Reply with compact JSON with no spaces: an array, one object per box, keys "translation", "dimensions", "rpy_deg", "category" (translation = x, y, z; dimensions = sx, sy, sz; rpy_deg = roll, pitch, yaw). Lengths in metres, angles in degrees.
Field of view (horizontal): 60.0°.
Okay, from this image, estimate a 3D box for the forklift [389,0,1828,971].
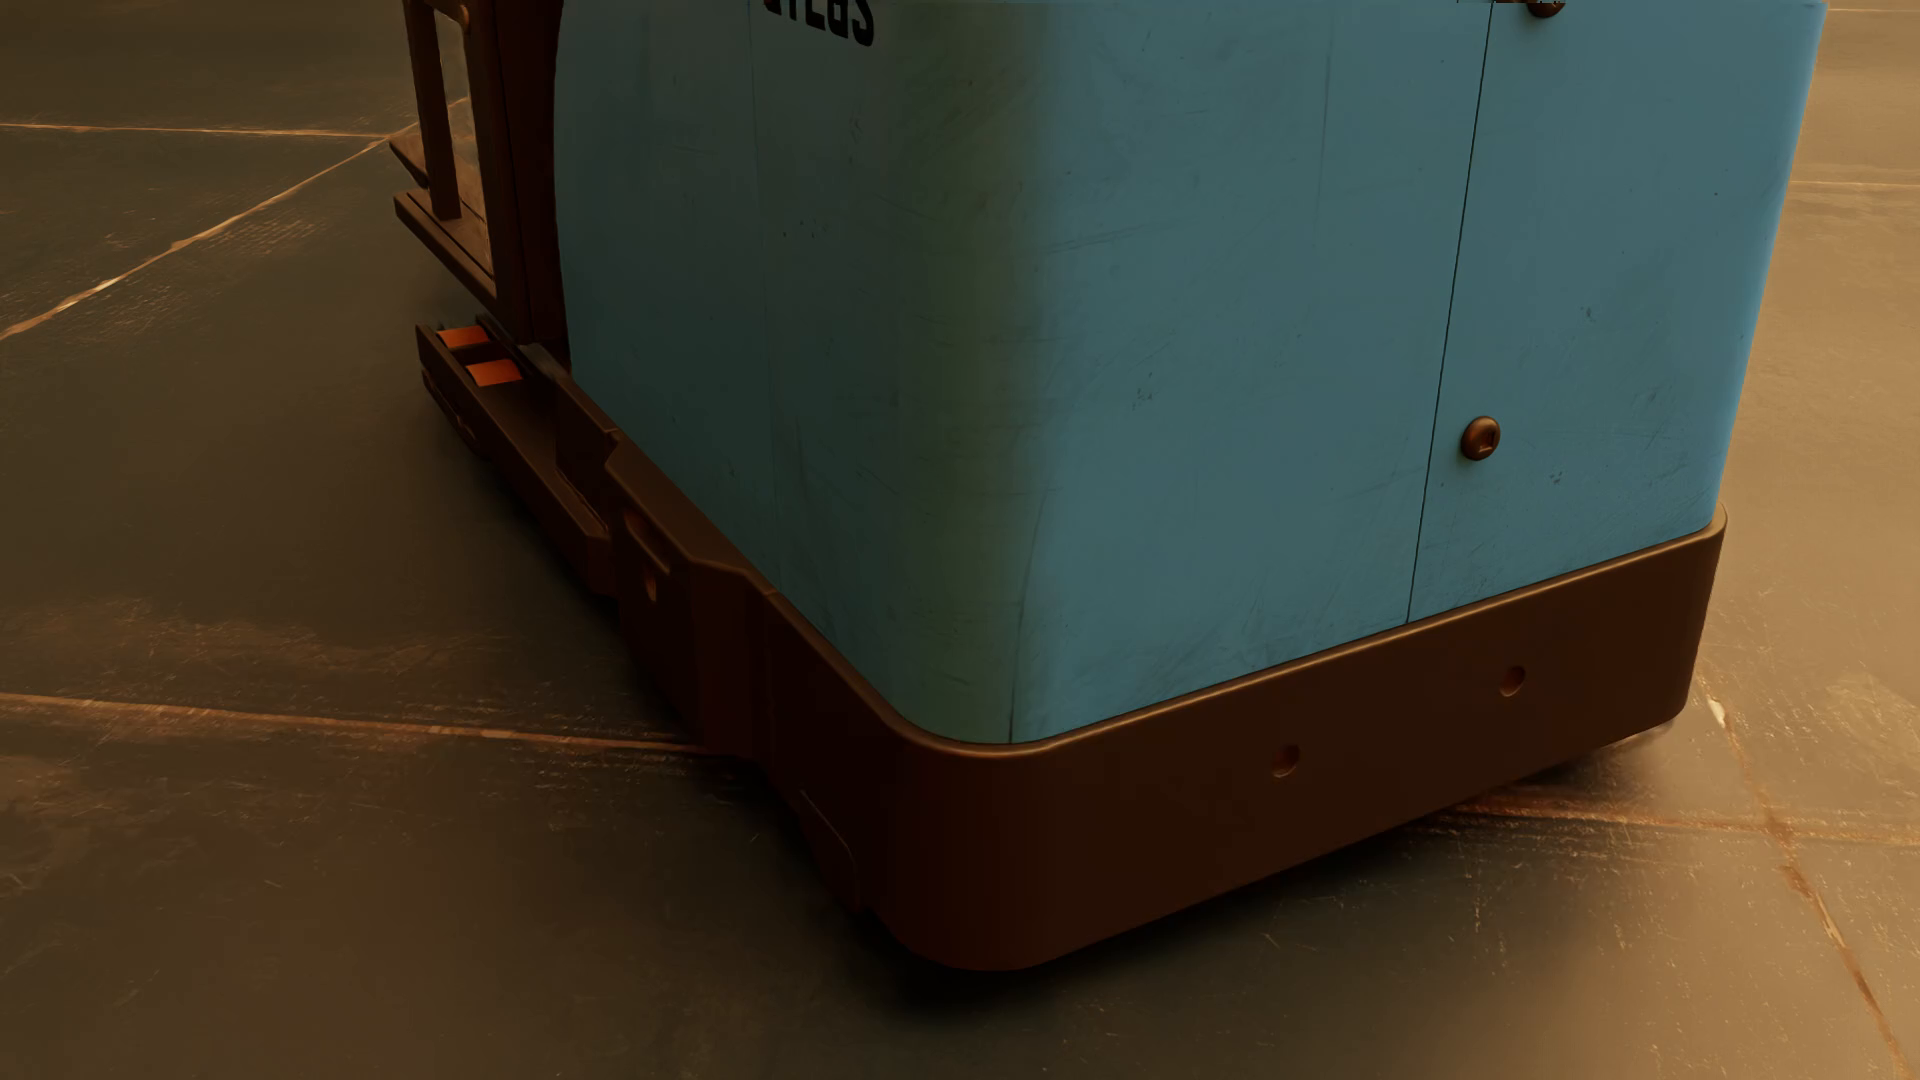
[{"translation":[-0.294,-1.534,2.292],"dimensions":[1.130,2.935,3.031],"rpy_deg":[-14,30,-26],"category":"forklift"}]
